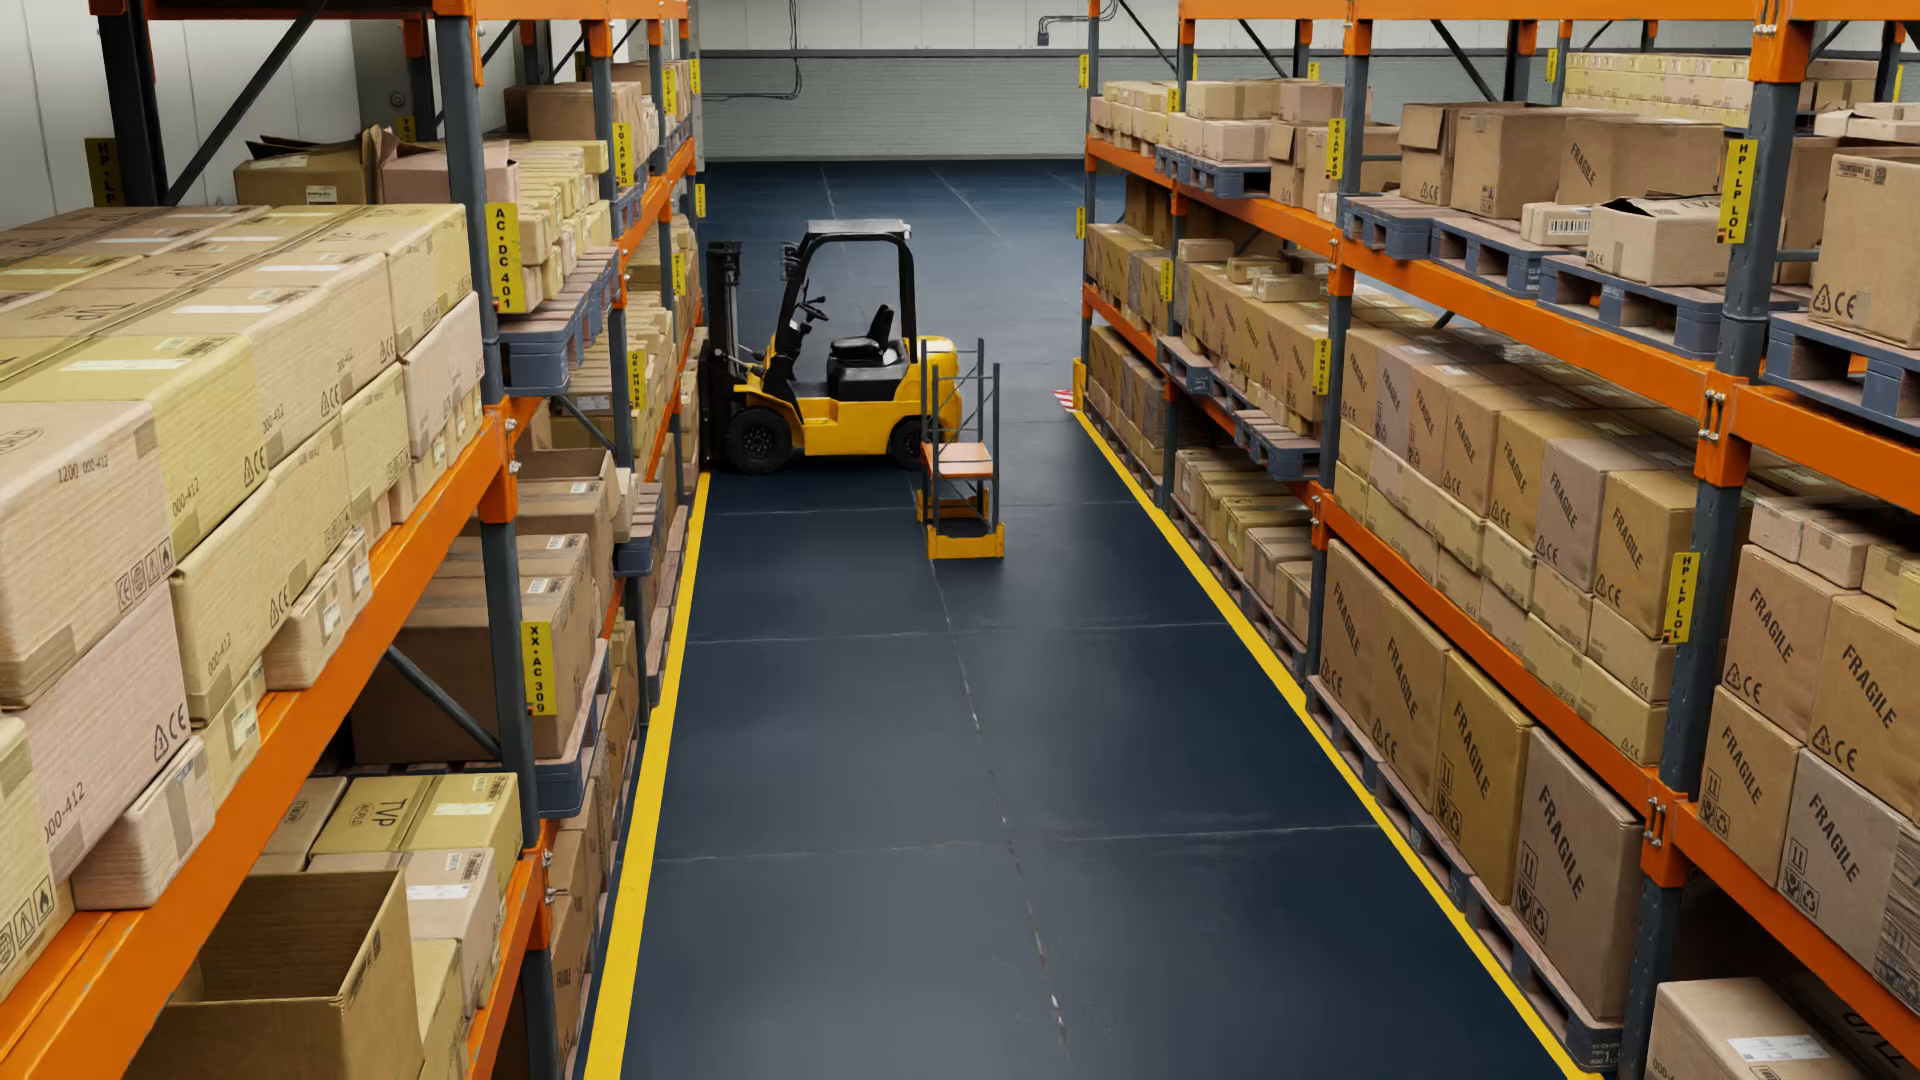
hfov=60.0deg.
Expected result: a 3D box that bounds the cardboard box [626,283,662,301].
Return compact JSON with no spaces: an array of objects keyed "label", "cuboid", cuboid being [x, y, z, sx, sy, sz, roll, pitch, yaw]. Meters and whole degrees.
[{"label":"cardboard box","cuboid":[-2.506,-1.995,13.273,0.380,0.149,0.250,-2,18,-7]}]

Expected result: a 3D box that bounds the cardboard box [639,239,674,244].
[{"label":"cardboard box","cuboid":[-2.684,-2.519,14.446,0.380,0.149,0.250,-2,18,-6]}]

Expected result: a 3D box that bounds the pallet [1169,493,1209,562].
[{"label":"pallet","cuboid":[2.284,-0.127,13.228,1.003,0.211,1.213,-2,18,-6]}]

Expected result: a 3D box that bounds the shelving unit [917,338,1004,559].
[{"label":"shelving unit","cuboid":[-0.008,-0.738,13.025,0.587,1.500,1.083,-2,18,-6]}]

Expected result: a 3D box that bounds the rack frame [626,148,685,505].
[{"label":"rack frame","cuboid":[-2.735,-1.534,13.057,1.000,3.000,0.127,-2,18,-6]}]

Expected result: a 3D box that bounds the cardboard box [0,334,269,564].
[{"label":"cardboard box","cuboid":[-1.392,-0.140,2.528,0.500,0.250,0.500,-2,18,-6]}]

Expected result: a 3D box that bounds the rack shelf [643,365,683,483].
[{"label":"rack shelf","cuboid":[-2.528,-0.595,11.266,1.077,0.370,4.000,-2,18,-6]}]

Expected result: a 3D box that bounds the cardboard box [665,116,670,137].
[{"label":"cardboard box","cuboid":[-2.479,-3.237,13.023,0.380,0.149,0.250,-1,17,-4]}]

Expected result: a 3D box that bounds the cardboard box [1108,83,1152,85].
[{"label":"cardboard box","cuboid":[1.630,-4.309,15.975,0.380,0.149,0.250,-2,18,-6]}]

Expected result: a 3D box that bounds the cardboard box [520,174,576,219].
[{"label":"cardboard box","cuboid":[-1.705,-1.336,6.473,0.380,0.149,0.250,-2,18,-5]}]

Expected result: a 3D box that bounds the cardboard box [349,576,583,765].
[{"label":"cardboard box","cuboid":[-1.737,0.450,5.868,0.700,0.500,0.500,-1,17,-4]}]

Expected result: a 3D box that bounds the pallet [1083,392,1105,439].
[{"label":"pallet","cuboid":[1.846,-1.284,16.916,1.003,0.211,1.213,-2,18,-6]}]

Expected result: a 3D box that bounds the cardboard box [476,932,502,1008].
[{"label":"cardboard box","cuboid":[-1.526,1.210,4.735,0.380,0.149,0.250,-1,17,-4]}]

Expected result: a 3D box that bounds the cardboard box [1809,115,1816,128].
[{"label":"cardboard box","cuboid":[7.416,-3.550,14.021,0.380,0.149,0.250,-2,18,-7]}]

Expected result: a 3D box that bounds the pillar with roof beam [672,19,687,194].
[{"label":"pillar with roof beam","cuboid":[-2.165,-12.637,38.404,9.100,9.000,0.400,-2,18,-6]}]

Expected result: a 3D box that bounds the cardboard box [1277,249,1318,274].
[{"label":"cardboard box","cuboid":[2.559,-2.053,12.260,0.380,0.149,0.250,-2,18,-7]}]

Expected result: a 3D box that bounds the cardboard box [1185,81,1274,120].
[{"label":"cardboard box","cuboid":[1.925,-3.153,11.918,0.500,0.250,0.500,-2,18,-7]}]

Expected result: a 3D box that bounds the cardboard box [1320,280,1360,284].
[{"label":"cardboard box","cuboid":[2.578,-1.647,12.050,0.500,0.500,0.500,-1,17,-4]}]

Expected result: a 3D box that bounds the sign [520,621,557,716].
[{"label":"sign","cuboid":[-1.371,0.417,5.396,0.100,0.325,0.005,-2,18,-6]}]

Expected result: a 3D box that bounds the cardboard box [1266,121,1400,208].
[{"label":"cardboard box","cuboid":[2.429,-2.431,10.733,0.797,0.503,0.637,-2,18,-6]}]

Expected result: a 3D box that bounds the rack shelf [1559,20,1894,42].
[{"label":"rack shelf","cuboid":[6.909,-4.796,15.299,1.077,0.370,4.000,-2,18,-6]}]

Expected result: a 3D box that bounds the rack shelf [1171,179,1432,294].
[{"label":"rack shelf","cuboid":[2.409,-2.181,11.309,1.077,0.370,4.000,-2,18,-6]}]

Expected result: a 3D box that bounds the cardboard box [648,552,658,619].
[{"label":"cardboard box","cuboid":[-2.448,0.209,10.766,0.875,0.625,0.625,-1,17,-4]}]

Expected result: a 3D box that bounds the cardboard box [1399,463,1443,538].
[{"label":"cardboard box","cuboid":[2.513,-0.203,8.230,0.500,0.250,0.500,-2,18,-6]}]

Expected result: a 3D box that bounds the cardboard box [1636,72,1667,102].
[{"label":"cardboard box","cuboid":[6.655,-4.210,15.459,0.500,0.250,0.500,-2,18,-6]}]

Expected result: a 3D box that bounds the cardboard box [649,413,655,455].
[{"label":"cardboard box","cuboid":[-2.232,-0.714,10.694,0.500,0.250,0.500,-2,18,-7]}]

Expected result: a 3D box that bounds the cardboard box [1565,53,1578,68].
[{"label":"cardboard box","cuboid":[6.421,-4.894,16.971,0.380,0.149,0.250,-2,17,-5]}]

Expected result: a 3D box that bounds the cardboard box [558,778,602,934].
[{"label":"cardboard box","cuboid":[-1.847,1.383,7.236,0.500,0.500,0.500,-2,18,-7]}]

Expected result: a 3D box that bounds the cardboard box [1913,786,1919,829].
[{"label":"cardboard box","cuboid":[2.923,0.623,4.349,0.500,0.500,0.500,-1,17,-5]}]

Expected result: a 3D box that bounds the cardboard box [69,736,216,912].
[{"label":"cardboard box","cuboid":[-1.284,0.396,2.320,0.380,0.149,0.250,-1,17,-4]}]

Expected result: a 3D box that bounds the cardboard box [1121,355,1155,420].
[{"label":"cardboard box","cuboid":[1.766,-1.407,15.287,0.500,0.500,0.500,-1,17,-3]}]

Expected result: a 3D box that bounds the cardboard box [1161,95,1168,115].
[{"label":"cardboard box","cuboid":[1.849,-3.543,13.536,0.380,0.149,0.250,-2,18,-7]}]

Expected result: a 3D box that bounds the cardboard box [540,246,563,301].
[{"label":"cardboard box","cuboid":[-1.537,-0.890,5.547,0.380,0.149,0.250,-2,17,-5]}]

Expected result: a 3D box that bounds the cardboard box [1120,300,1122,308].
[{"label":"cardboard box","cuboid":[1.733,-2.267,15.809,0.380,0.149,0.250,-1,17,-4]}]

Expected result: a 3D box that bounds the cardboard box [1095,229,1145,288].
[{"label":"cardboard box","cuboid":[1.619,-2.766,16.317,0.500,0.500,0.500,-1,17,-4]}]

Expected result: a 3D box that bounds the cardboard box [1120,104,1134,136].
[{"label":"cardboard box","cuboid":[1.730,-3.767,14.915,0.500,0.250,0.500,-1,17,-4]}]

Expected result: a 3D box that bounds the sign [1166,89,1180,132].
[{"label":"sign","cuboid":[1.663,-3.348,12.961,0.100,0.325,0.005,-2,18,-6]}]

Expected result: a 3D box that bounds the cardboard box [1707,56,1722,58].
[{"label":"cardboard box","cuboid":[7.232,-4.459,15.585,0.380,0.149,0.250,-2,18,-5]}]

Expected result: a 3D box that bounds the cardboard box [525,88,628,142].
[{"label":"cardboard box","cuboid":[-2.154,-2.293,9.430,0.500,0.500,0.500,-2,18,-5]}]

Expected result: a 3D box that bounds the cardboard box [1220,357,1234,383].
[{"label":"cardboard box","cuboid":[2.052,-1.206,11.728,0.380,0.149,0.250,-1,17,-4]}]

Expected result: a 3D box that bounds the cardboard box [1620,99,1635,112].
[{"label":"cardboard box","cuboid":[6.550,-4.135,15.884,0.380,0.149,0.250,-2,18,-6]}]

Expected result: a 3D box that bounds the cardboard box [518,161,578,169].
[{"label":"cardboard box","cuboid":[-1.858,-1.555,7.201,0.380,0.149,0.250,-2,18,-5]}]

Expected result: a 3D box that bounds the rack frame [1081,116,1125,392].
[{"label":"rack frame","cuboid":[1.790,-2.881,17.345,1.000,3.000,0.127,-2,18,-6]}]

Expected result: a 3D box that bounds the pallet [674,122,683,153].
[{"label":"pallet","cuboid":[-2.971,-3.539,14.583,1.003,0.211,1.213,-2,18,-6]}]

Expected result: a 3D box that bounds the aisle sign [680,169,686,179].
[{"label":"aisle sign","cuboid":[-2.862,-3.995,16.555,0.394,0.787,0.004,-2,18,-6]}]

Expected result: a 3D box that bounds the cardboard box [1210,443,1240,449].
[{"label":"cardboard box","cuboid":[2.410,-0.761,14.484,0.500,0.250,0.500,-3,18,-8]}]

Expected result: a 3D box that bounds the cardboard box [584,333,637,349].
[{"label":"cardboard box","cuboid":[-2.328,-1.263,10.941,0.380,0.149,0.250,-2,18,-6]}]

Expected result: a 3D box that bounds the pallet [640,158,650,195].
[{"label":"pallet","cuboid":[-2.631,-2.612,11.800,0.805,0.209,1.217,-2,18,-8]}]

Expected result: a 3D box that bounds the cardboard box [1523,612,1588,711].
[{"label":"cardboard box","cuboid":[2.679,0.489,6.863,0.500,0.250,0.500,-2,18,-6]}]

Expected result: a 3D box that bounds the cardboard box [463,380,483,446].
[{"label":"cardboard box","cuboid":[-1.579,-0.364,4.741,0.380,0.149,0.250,-2,18,-6]}]

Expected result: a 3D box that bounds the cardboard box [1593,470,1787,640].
[{"label":"cardboard box","cuboid":[2.732,0.045,6.191,0.500,0.500,0.500,-1,17,-4]}]

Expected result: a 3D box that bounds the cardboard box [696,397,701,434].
[{"label":"cardboard box","cuboid":[-2.572,-1.115,14.776,0.500,0.250,0.500,-2,18,-6]}]

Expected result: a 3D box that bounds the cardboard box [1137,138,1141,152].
[{"label":"cardboard box","cuboid":[1.802,-3.548,14.883,0.380,0.149,0.250,-2,18,-6]}]

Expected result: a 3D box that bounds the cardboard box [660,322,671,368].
[{"label":"cardboard box","cuboid":[-2.369,-1.410,12.076,0.500,0.250,0.500,-2,18,-7]}]

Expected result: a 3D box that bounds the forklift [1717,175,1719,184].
[{"label":"forklift","cuboid":[5.474,-0.923,11.225,3.031,2.935,1.130,5,18,15]}]

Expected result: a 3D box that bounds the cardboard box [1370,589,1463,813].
[{"label":"cardboard box","cuboid":[2.691,0.790,8.497,0.875,0.875,0.875,-2,17,-5]}]

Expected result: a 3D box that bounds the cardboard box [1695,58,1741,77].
[{"label":"cardboard box","cuboid":[6.684,-4.135,14.554,0.380,0.149,0.250,-1,17,-5]}]
